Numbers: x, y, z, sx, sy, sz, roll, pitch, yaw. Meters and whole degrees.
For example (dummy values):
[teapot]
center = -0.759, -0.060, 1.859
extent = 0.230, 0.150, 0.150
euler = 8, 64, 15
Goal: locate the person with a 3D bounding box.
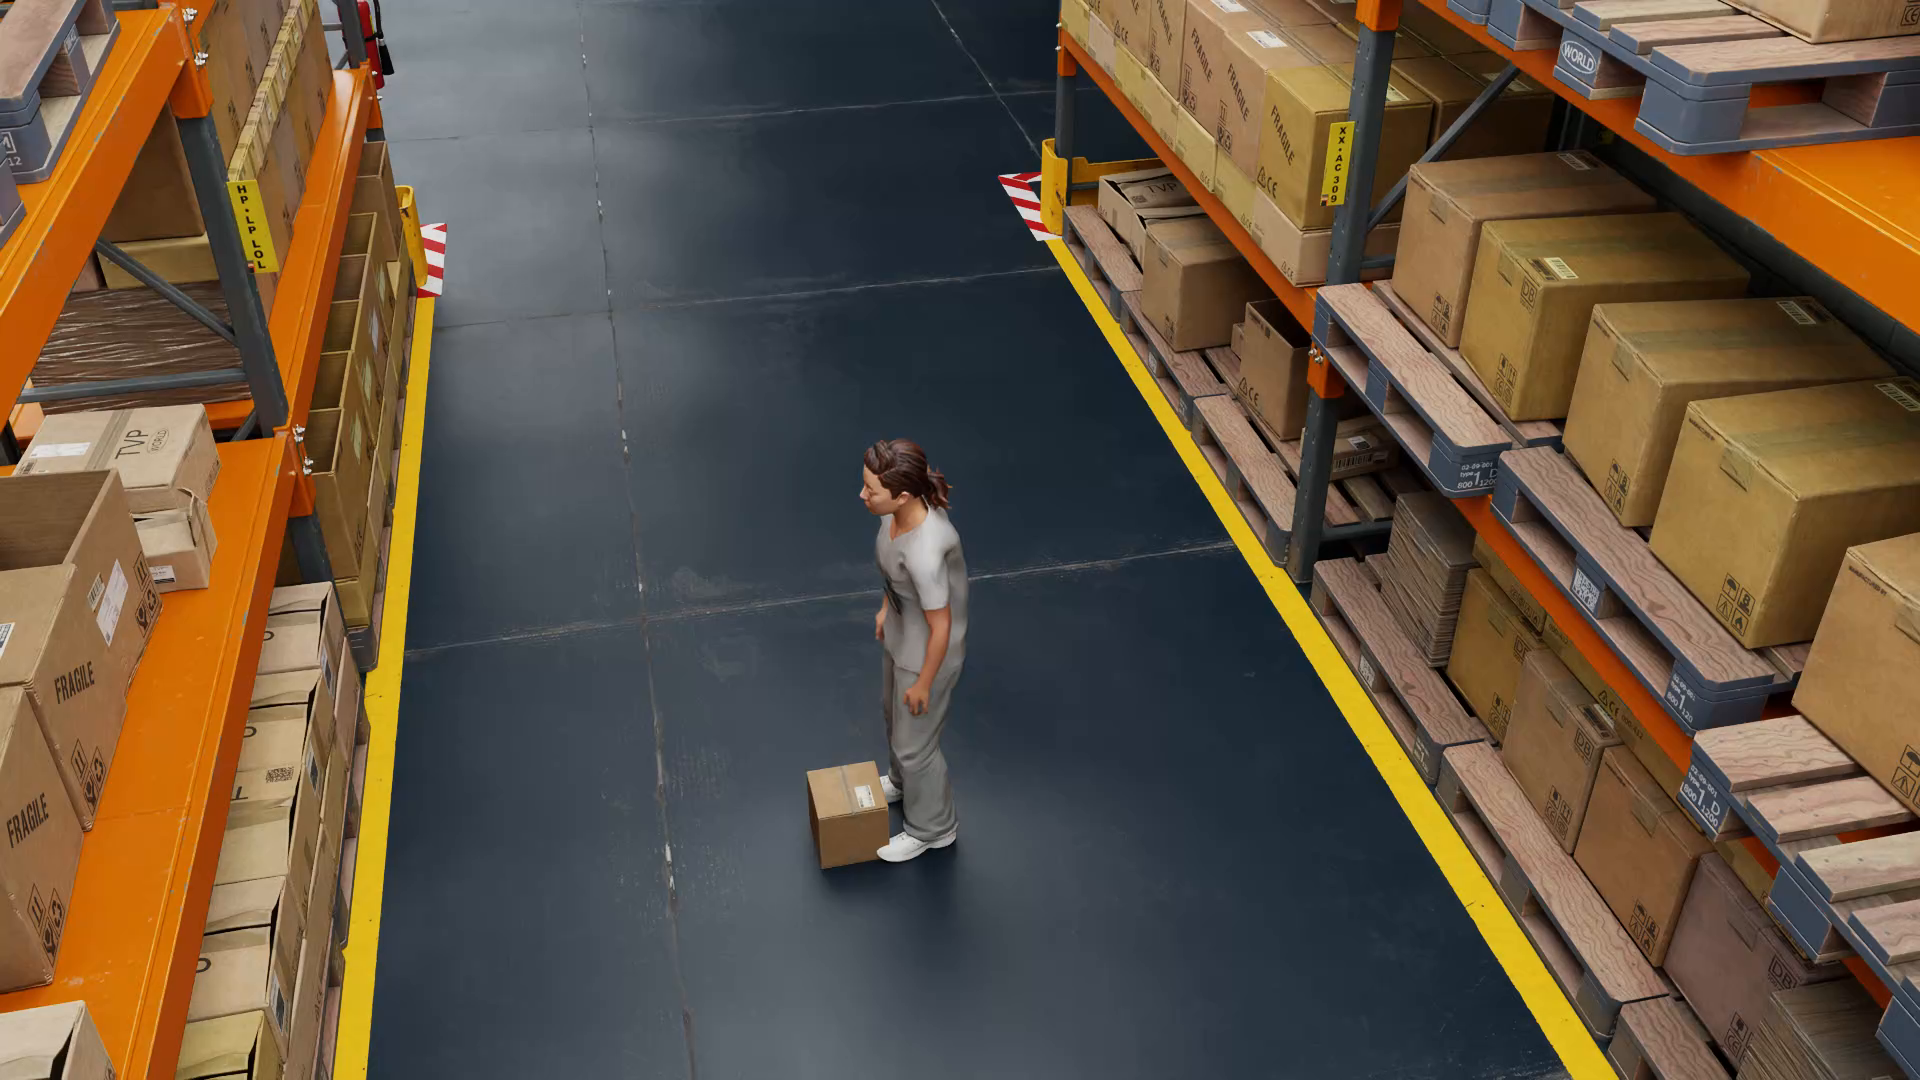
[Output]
[person]
center = -0.161, 0.365, 5.612
extent = 0.353, 1.673, 0.513
euler = -9, 35, -13
